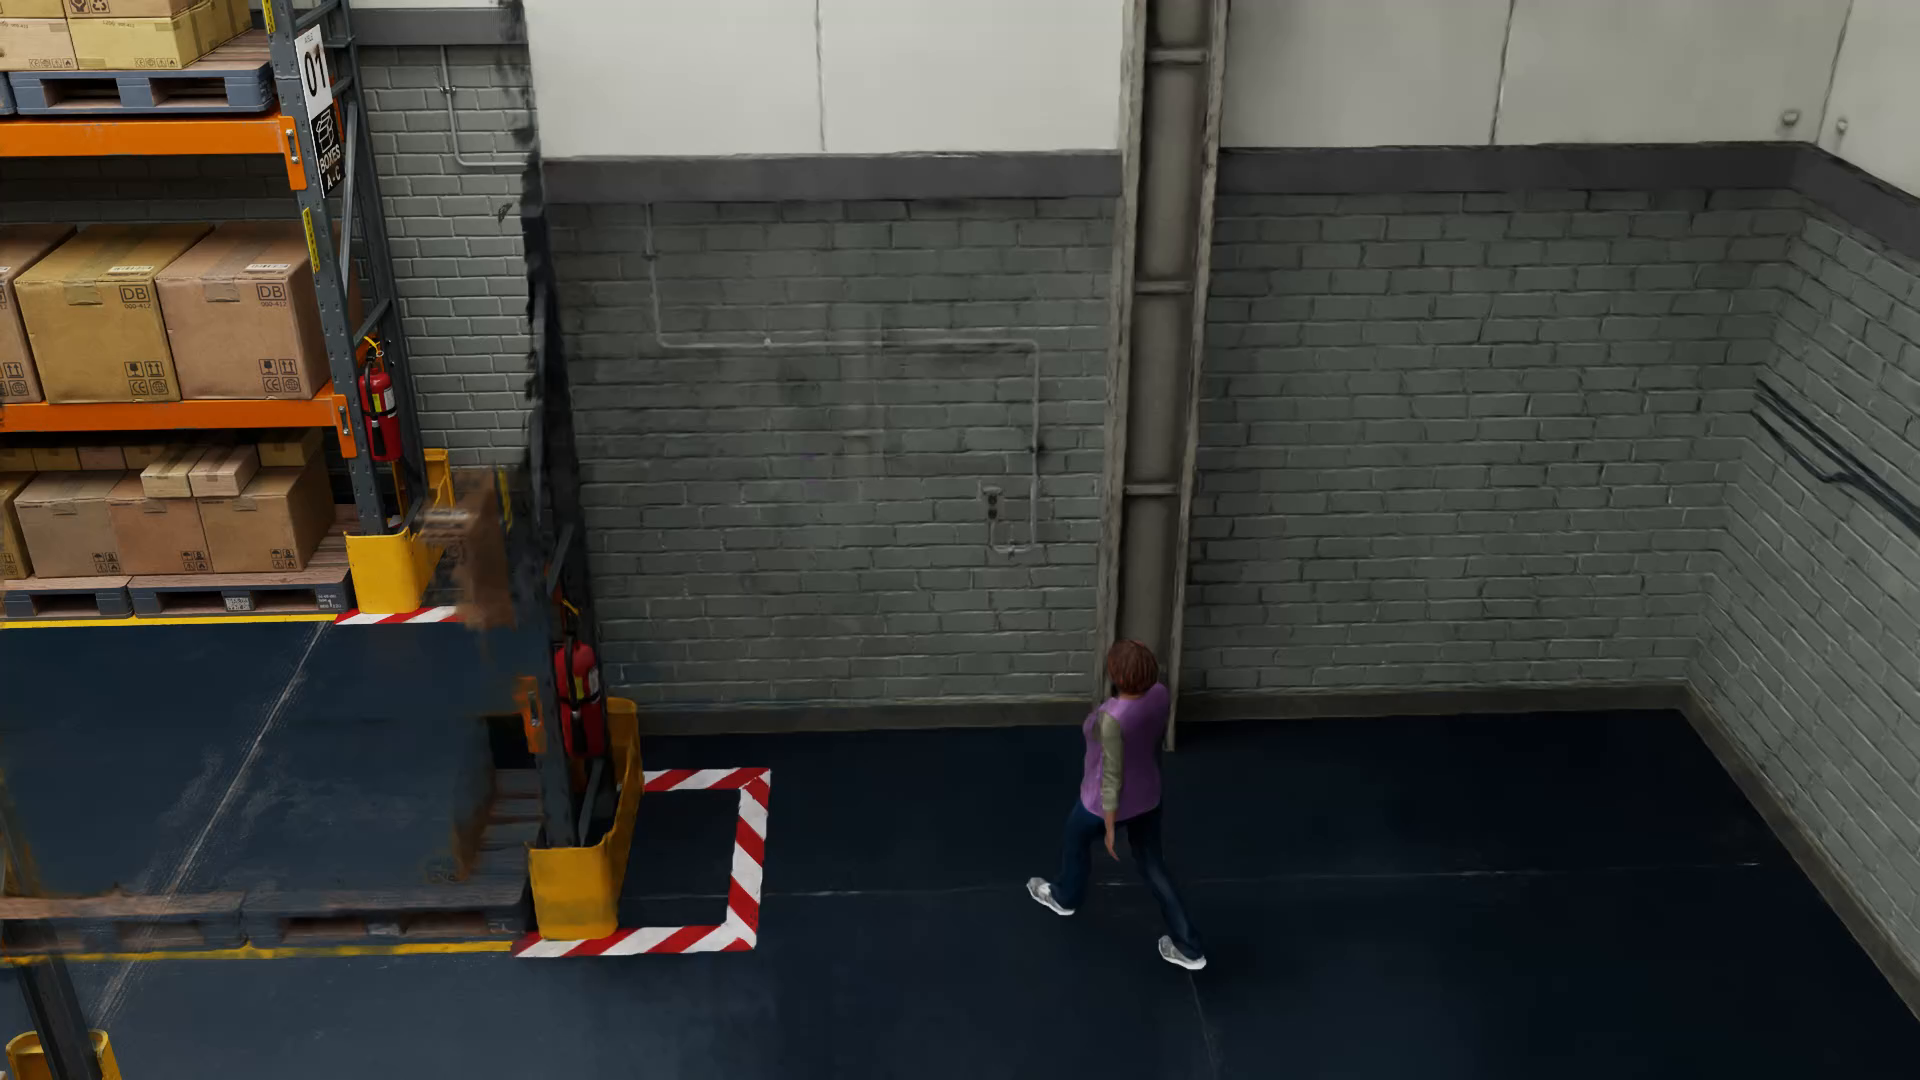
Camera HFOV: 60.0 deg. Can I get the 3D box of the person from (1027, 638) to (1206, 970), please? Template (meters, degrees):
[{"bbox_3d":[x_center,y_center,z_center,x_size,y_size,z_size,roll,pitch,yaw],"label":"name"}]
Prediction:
[{"bbox_3d":[-0.912,-0.281,9.165,0.428,1.539,0.949,-19,34,-32],"label":"person"}]
